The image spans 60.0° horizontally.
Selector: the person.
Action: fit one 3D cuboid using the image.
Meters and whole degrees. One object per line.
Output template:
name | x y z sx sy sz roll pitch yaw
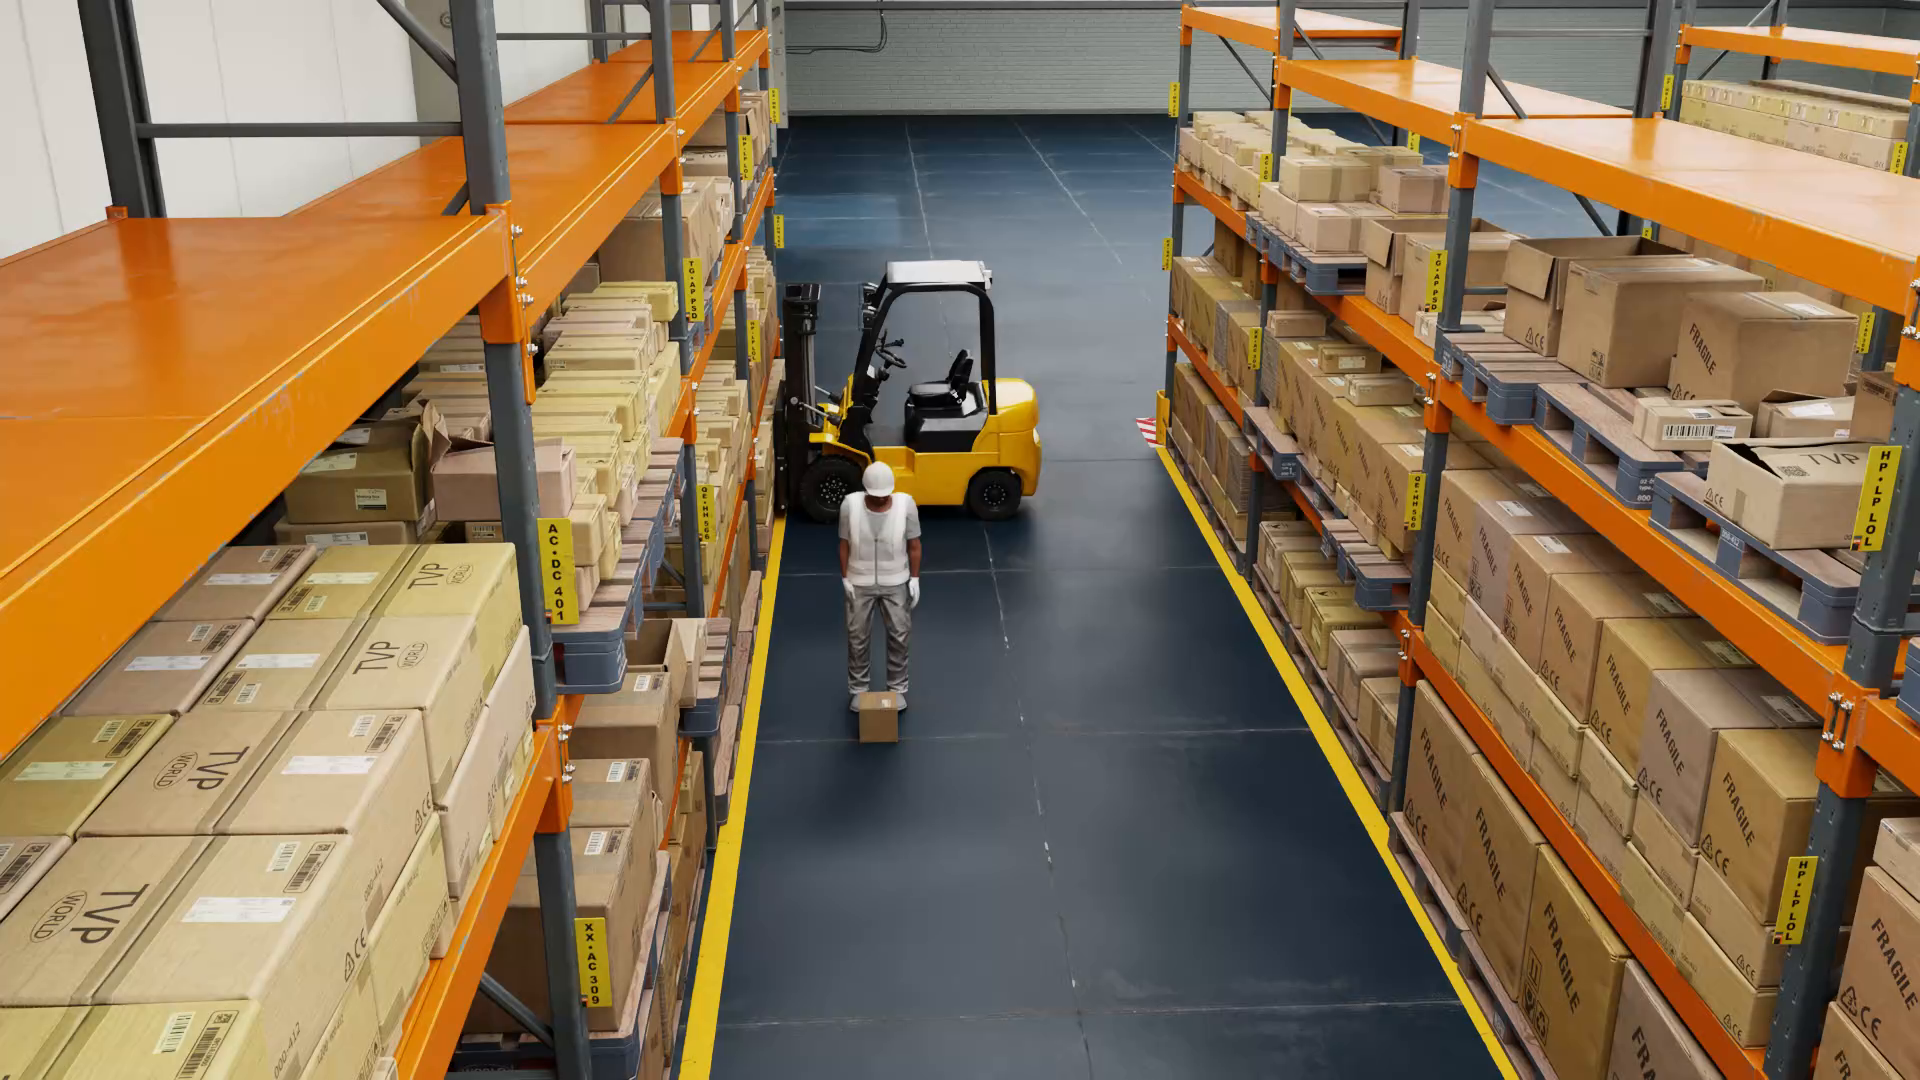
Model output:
person | -0.533 0.298 11.134 0.557 1.761 0.400 -1 20 -2
